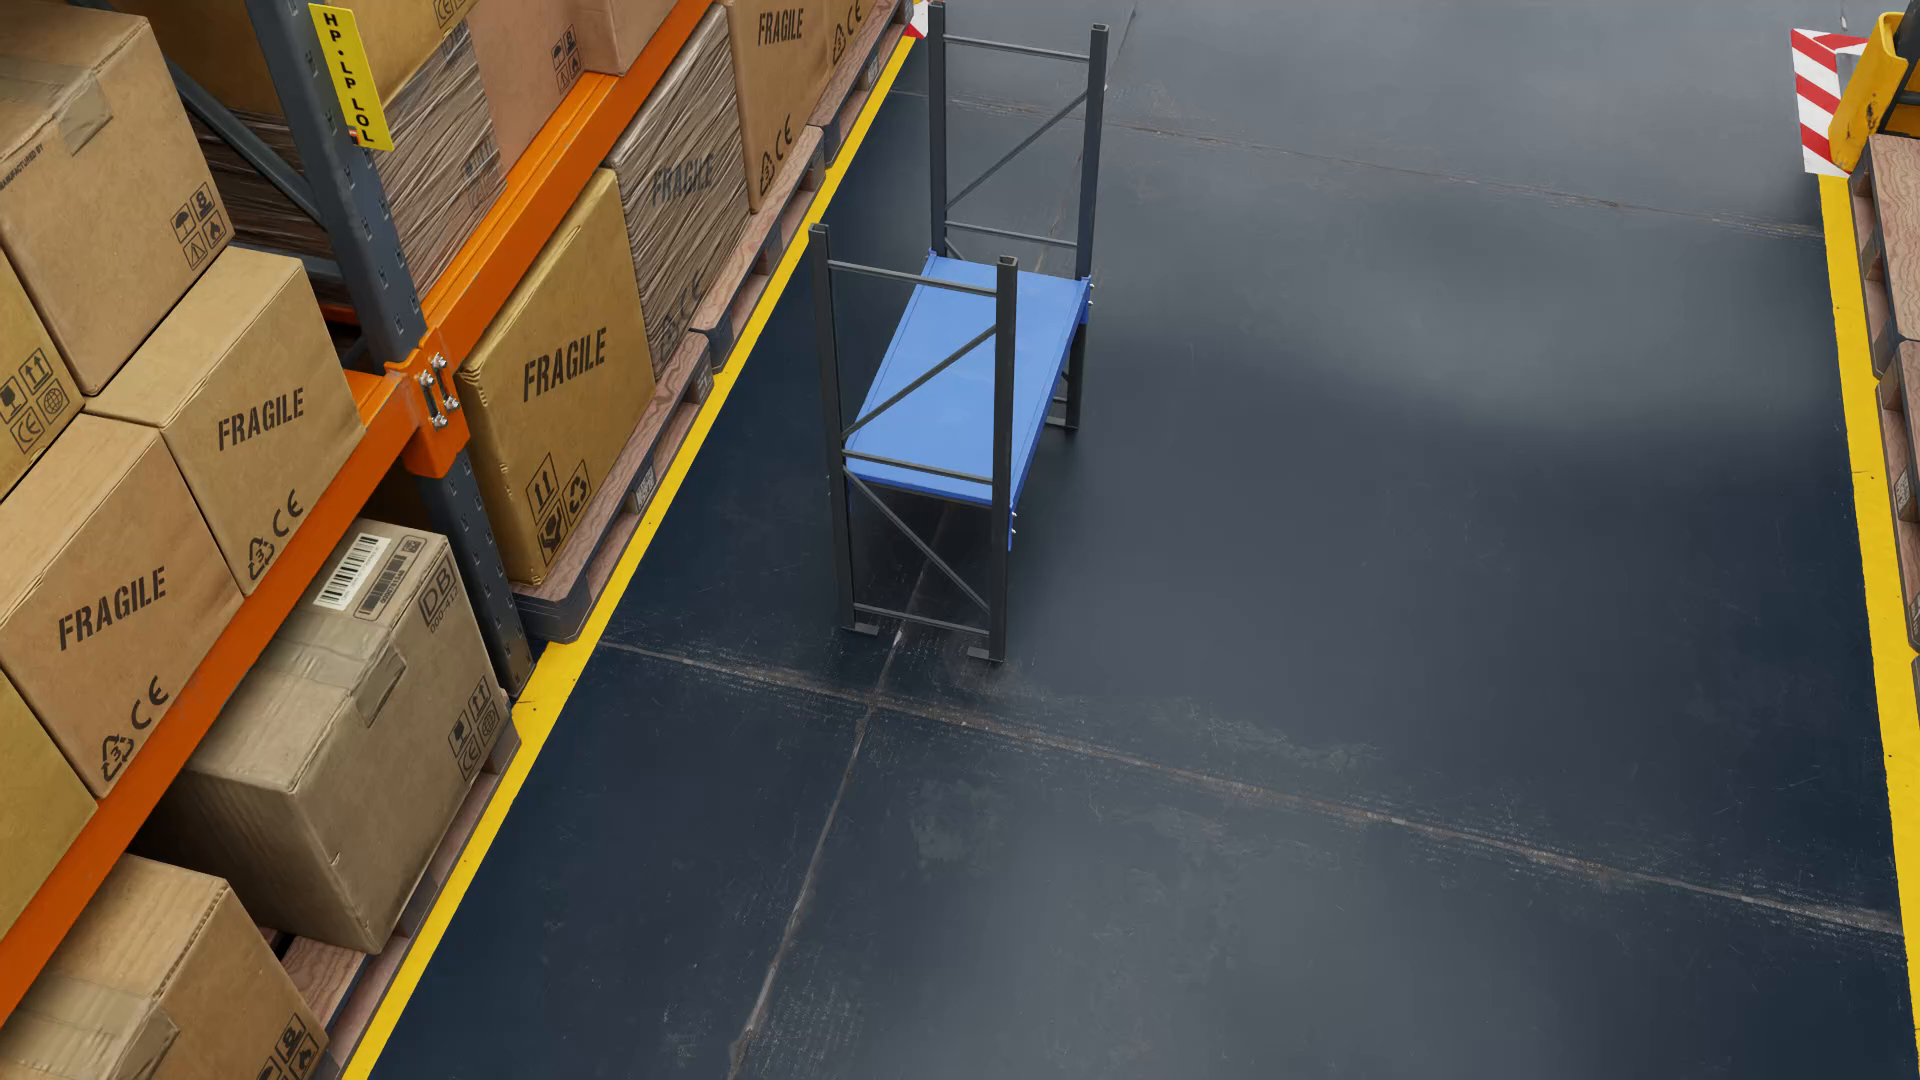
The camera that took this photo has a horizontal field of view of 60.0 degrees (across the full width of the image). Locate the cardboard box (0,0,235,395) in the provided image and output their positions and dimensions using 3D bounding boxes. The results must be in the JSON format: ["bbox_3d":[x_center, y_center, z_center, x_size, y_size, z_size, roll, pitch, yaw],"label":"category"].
[{"bbox_3d":[-1.877,-0.674,3.110,0.700,0.500,0.500,11,49,9],"label":"cardboard box"}]

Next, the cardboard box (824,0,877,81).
[{"bbox_3d":[-0.814,-2.496,6.589,0.875,0.875,0.875,12,50,10],"label":"cardboard box"}]

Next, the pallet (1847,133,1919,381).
[{"bbox_3d":[3.792,-0.953,5.950,1.003,0.211,1.213,12,50,10],"label":"pallet"}]

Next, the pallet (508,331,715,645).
[{"bbox_3d":[-1.476,-0.282,5.358,1.003,0.211,1.213,12,50,10],"label":"pallet"}]

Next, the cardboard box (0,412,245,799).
[{"bbox_3d":[-1.764,0.093,3.101,0.500,0.500,0.500,11,50,10],"label":"cardboard box"}]

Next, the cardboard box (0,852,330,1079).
[{"bbox_3d":[-2.086,1.099,3.500,1.050,0.750,0.750,12,50,10],"label":"cardboard box"}]

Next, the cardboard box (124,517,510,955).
[{"bbox_3d":[-1.828,0.402,4.115,1.050,0.750,0.750,11,50,10],"label":"cardboard box"}]

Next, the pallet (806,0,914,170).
[{"bbox_3d":[-0.834,-2.047,6.916,1.003,0.211,1.213,12,50,10],"label":"pallet"}]

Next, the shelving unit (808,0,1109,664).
[{"bbox_3d":[0.022,-0.558,4.742,0.538,1.500,1.048,12,50,10],"label":"shelving unit"}]

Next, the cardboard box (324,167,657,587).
[{"bbox_3d":[-1.519,-0.547,4.869,0.875,0.875,0.875,12,50,11],"label":"cardboard box"}]

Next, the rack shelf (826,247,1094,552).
[{"bbox_3d":[0.022,-0.439,4.877,0.538,0.185,1.000,12,50,10],"label":"rack shelf"}]

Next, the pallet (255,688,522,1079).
[{"bbox_3d":[-1.882,0.826,4.380,1.003,0.211,1.213,12,50,10],"label":"pallet"}]

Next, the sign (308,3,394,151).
[{"bbox_3d":[-1.226,-0.927,3.348,0.100,0.325,0.005,12,50,10],"label":"sign"}]

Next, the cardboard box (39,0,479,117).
[{"bbox_3d":[-1.622,-1.337,3.609,0.875,0.550,0.550,12,50,10],"label":"cardboard box"}]

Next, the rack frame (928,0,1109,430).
[{"bbox_3d":[0.156,-0.926,5.067,0.500,1.500,0.032,12,50,10],"label":"rack frame"}]

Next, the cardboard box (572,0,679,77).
[{"bbox_3d":[-1.288,-1.758,4.701,0.875,0.550,0.550,12,50,10],"label":"cardboard box"}]

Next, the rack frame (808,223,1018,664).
[{"bbox_3d":[-0.111,-0.190,4.418,0.500,1.500,0.032,12,50,10],"label":"rack frame"}]

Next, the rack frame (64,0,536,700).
[{"bbox_3d":[-1.752,-0.670,3.841,1.000,3.000,0.127,12,50,10],"label":"rack frame"}]

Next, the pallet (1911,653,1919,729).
[{"bbox_3d":[3.149,0.812,4.393,1.003,0.211,1.213,12,50,10],"label":"pallet"}]

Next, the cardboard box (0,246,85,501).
[{"bbox_3d":[-2.010,-0.301,2.782,0.700,0.500,0.500,11,49,9],"label":"cardboard box"}]

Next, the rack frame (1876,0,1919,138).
[{"bbox_3d":[4.059,-2.511,5.466,1.000,3.000,0.127,12,50,10],"label":"rack frame"}]

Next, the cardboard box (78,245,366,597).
[{"bbox_3d":[-1.631,-0.273,3.423,0.500,0.500,0.500,11,50,10],"label":"cardboard box"}]

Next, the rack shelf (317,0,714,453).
[{"bbox_3d":[-1.225,-1.879,5.387,1.077,0.370,4.000,12,50,10],"label":"rack shelf"}]

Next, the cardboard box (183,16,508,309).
[{"bbox_3d":[-1.666,-0.989,4.022,0.875,0.550,0.550,12,50,10],"label":"cardboard box"}]

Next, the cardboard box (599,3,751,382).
[{"bbox_3d":[-1.285,-1.200,5.445,0.875,0.875,0.875,12,50,10],"label":"cardboard box"}]

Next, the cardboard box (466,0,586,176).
[{"bbox_3d":[-1.543,-1.391,4.377,0.875,0.550,0.550,12,50,10],"label":"cardboard box"}]

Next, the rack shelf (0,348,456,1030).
[{"bbox_3d":[-2.278,1.015,2.834,1.077,0.370,4.000,12,50,10],"label":"rack shelf"}]

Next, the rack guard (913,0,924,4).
[{"bbox_3d":[-0.693,-2.753,7.347,1.175,0.500,0.348,12,50,10],"label":"rack guard"}]

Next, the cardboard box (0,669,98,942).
[{"bbox_3d":[-1.897,0.458,2.778,0.500,0.500,0.500,12,50,10],"label":"cardboard box"}]

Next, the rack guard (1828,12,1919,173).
[{"bbox_3d":[4.039,-1.629,6.354,1.175,0.500,0.348,12,50,10],"label":"rack guard"}]

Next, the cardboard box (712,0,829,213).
[{"bbox_3d":[-1.043,-1.859,6.027,0.875,0.875,0.875,11,49,9],"label":"cardboard box"}]

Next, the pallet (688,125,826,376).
[{"bbox_3d":[-1.157,-1.167,6.139,1.003,0.211,1.213,12,50,10],"label":"pallet"}]

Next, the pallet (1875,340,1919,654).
[{"bbox_3d":[3.468,-0.073,5.174,1.003,0.211,1.213,12,50,10],"label":"pallet"}]
